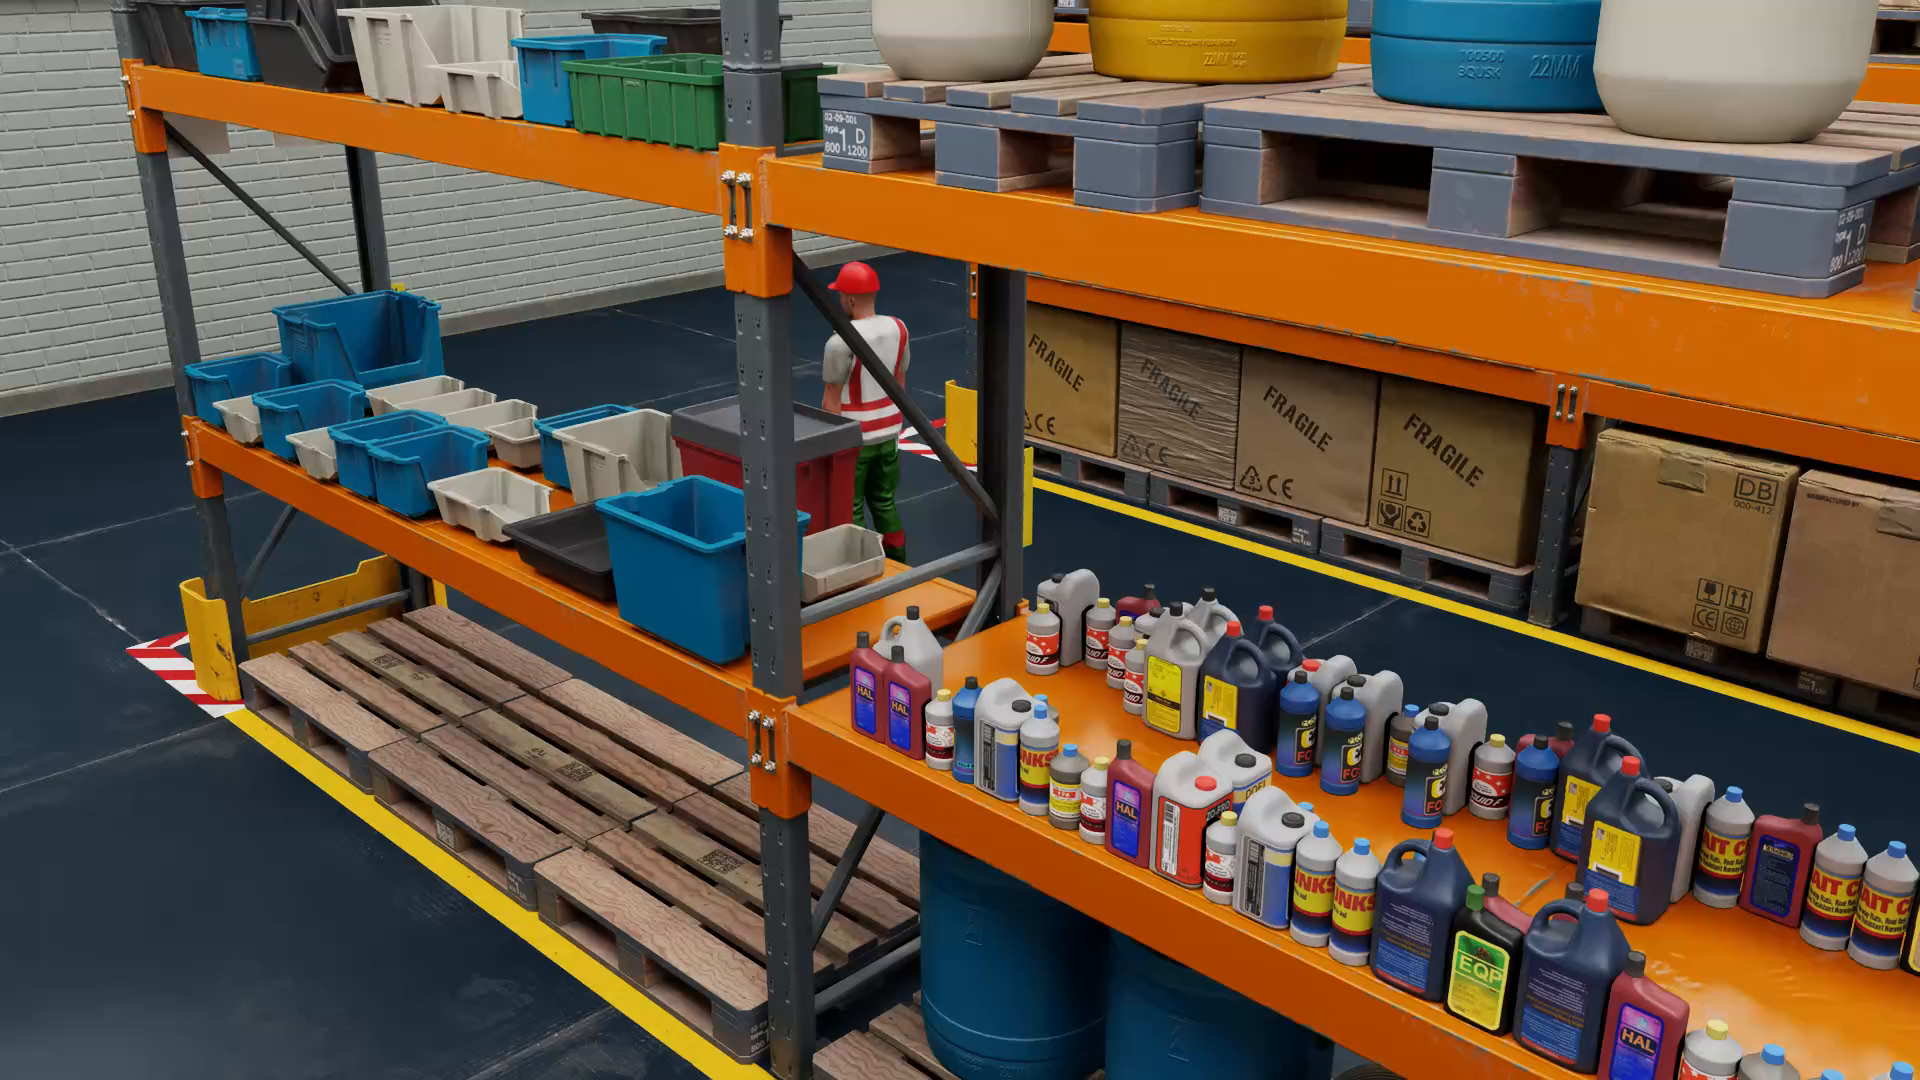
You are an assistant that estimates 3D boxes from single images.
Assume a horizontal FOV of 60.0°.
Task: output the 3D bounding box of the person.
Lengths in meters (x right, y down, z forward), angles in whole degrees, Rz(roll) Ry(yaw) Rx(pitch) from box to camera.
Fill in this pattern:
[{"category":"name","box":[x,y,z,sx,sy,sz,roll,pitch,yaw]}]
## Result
[{"category":"person","box":[-0.498,-0.527,8.473,0.526,1.781,0.343,-19,28,-41]}]
